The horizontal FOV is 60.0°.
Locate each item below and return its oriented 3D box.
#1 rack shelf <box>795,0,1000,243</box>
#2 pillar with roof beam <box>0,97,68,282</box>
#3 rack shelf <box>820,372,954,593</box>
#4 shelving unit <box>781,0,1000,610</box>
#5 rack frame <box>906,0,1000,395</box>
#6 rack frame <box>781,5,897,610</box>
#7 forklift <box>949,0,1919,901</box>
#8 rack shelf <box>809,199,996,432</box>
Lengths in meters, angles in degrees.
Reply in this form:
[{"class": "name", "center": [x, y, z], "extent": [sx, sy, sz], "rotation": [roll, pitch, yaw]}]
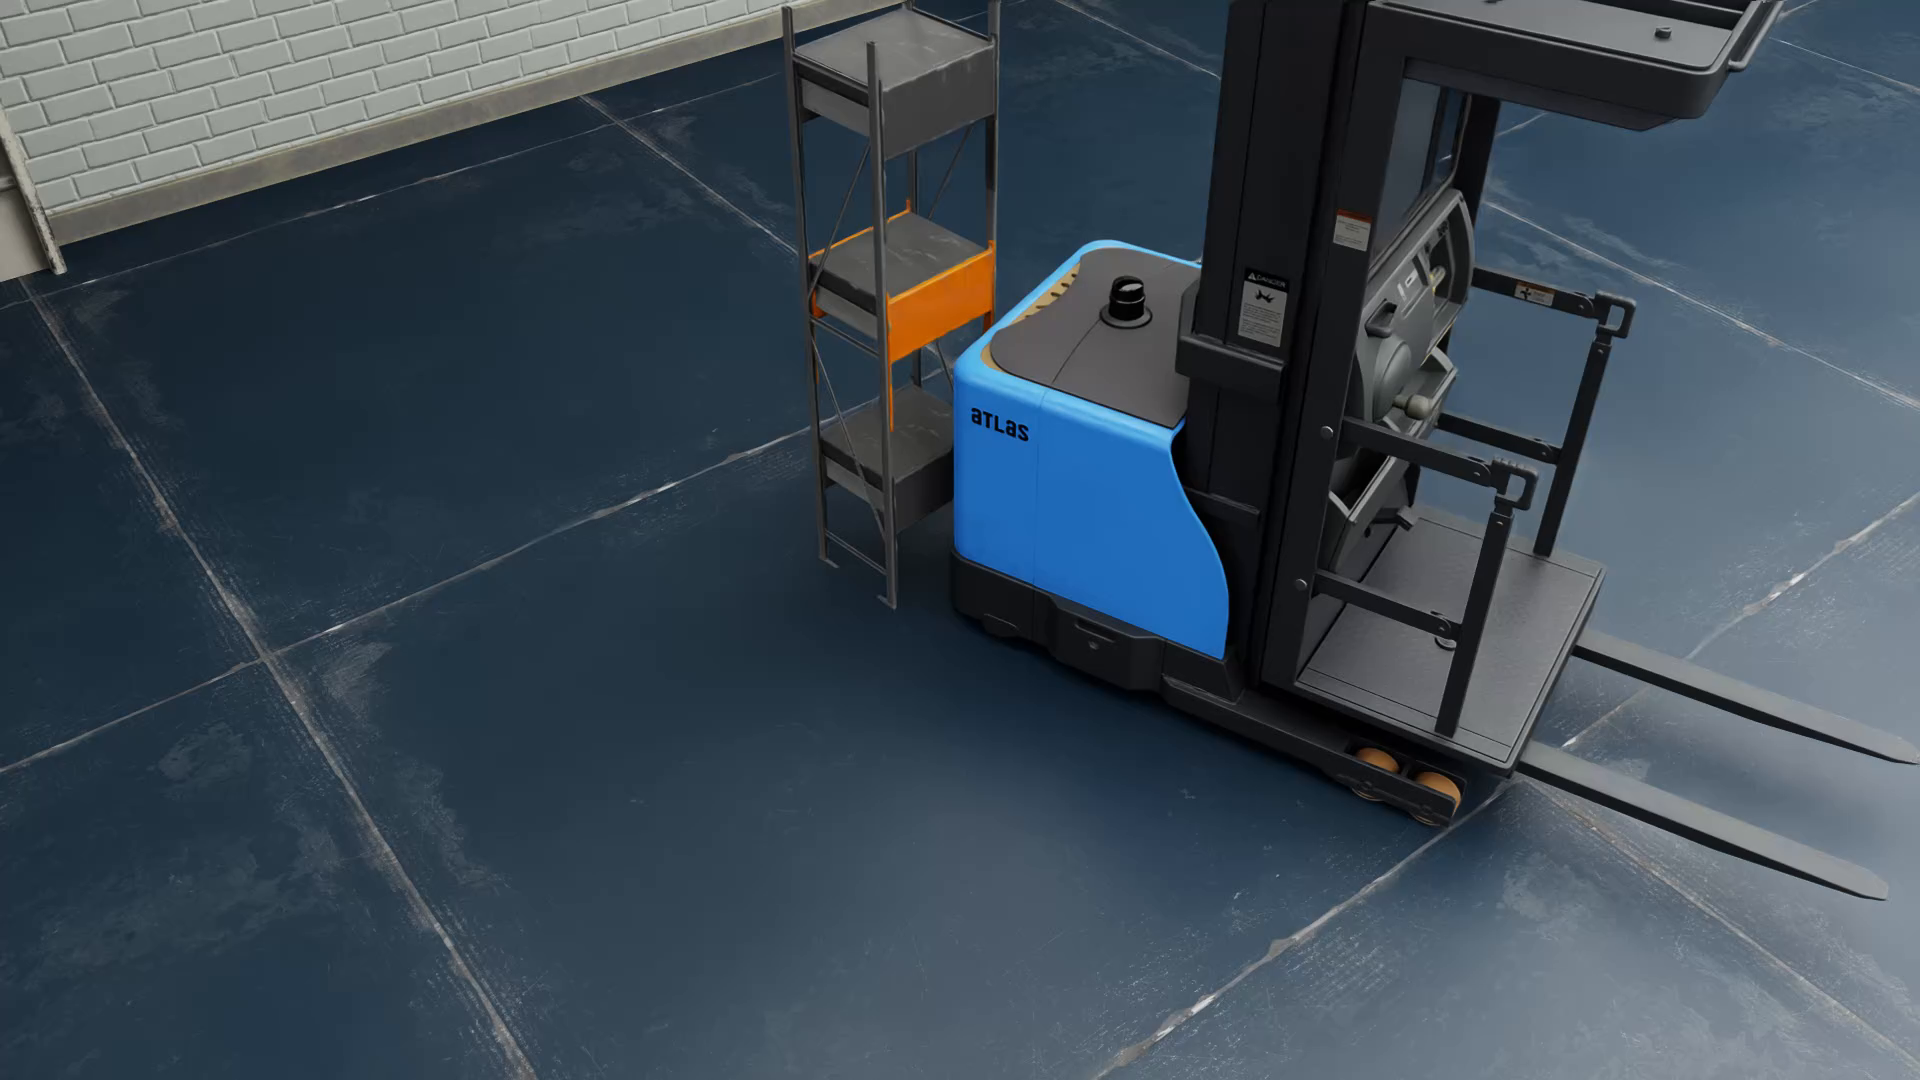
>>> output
[{"class": "rack shelf", "center": [-0.201, -1.294, 5.089], "extent": [0.431, 0.518, 0.480], "rotation": [32, 49, 33]}, {"class": "pillar with roof beam", "center": [-1.803, -2.572, 2.291], "extent": [0.400, 9.000, 9.100], "rotation": [-26, 46, -28]}, {"class": "rack shelf", "center": [-0.201, -0.211, 5.977], "extent": [0.431, 0.518, 0.480], "rotation": [32, 49, 33]}, {"class": "shelving unit", "center": [-0.201, -0.763, 5.525], "extent": [0.431, 2.100, 0.503], "rotation": [32, 49, 33]}, {"class": "rack frame", "center": [-0.028, -0.873, 5.658], "extent": [0.400, 2.100, 0.015], "rotation": [32, 49, 33]}, {"class": "rack frame", "center": [-0.373, -0.654, 5.391], "extent": [0.400, 2.100, 0.015], "rotation": [32, 49, 33]}, {"class": "forklift", "center": [1.487, -0.634, 4.712], "extent": [3.031, 2.935, 1.130], "rotation": [21, 44, 24]}, {"class": "rack shelf", "center": [-0.201, -0.753, 5.533], "extent": [0.431, 0.518, 0.480], "rotation": [32, 49, 33]}]
